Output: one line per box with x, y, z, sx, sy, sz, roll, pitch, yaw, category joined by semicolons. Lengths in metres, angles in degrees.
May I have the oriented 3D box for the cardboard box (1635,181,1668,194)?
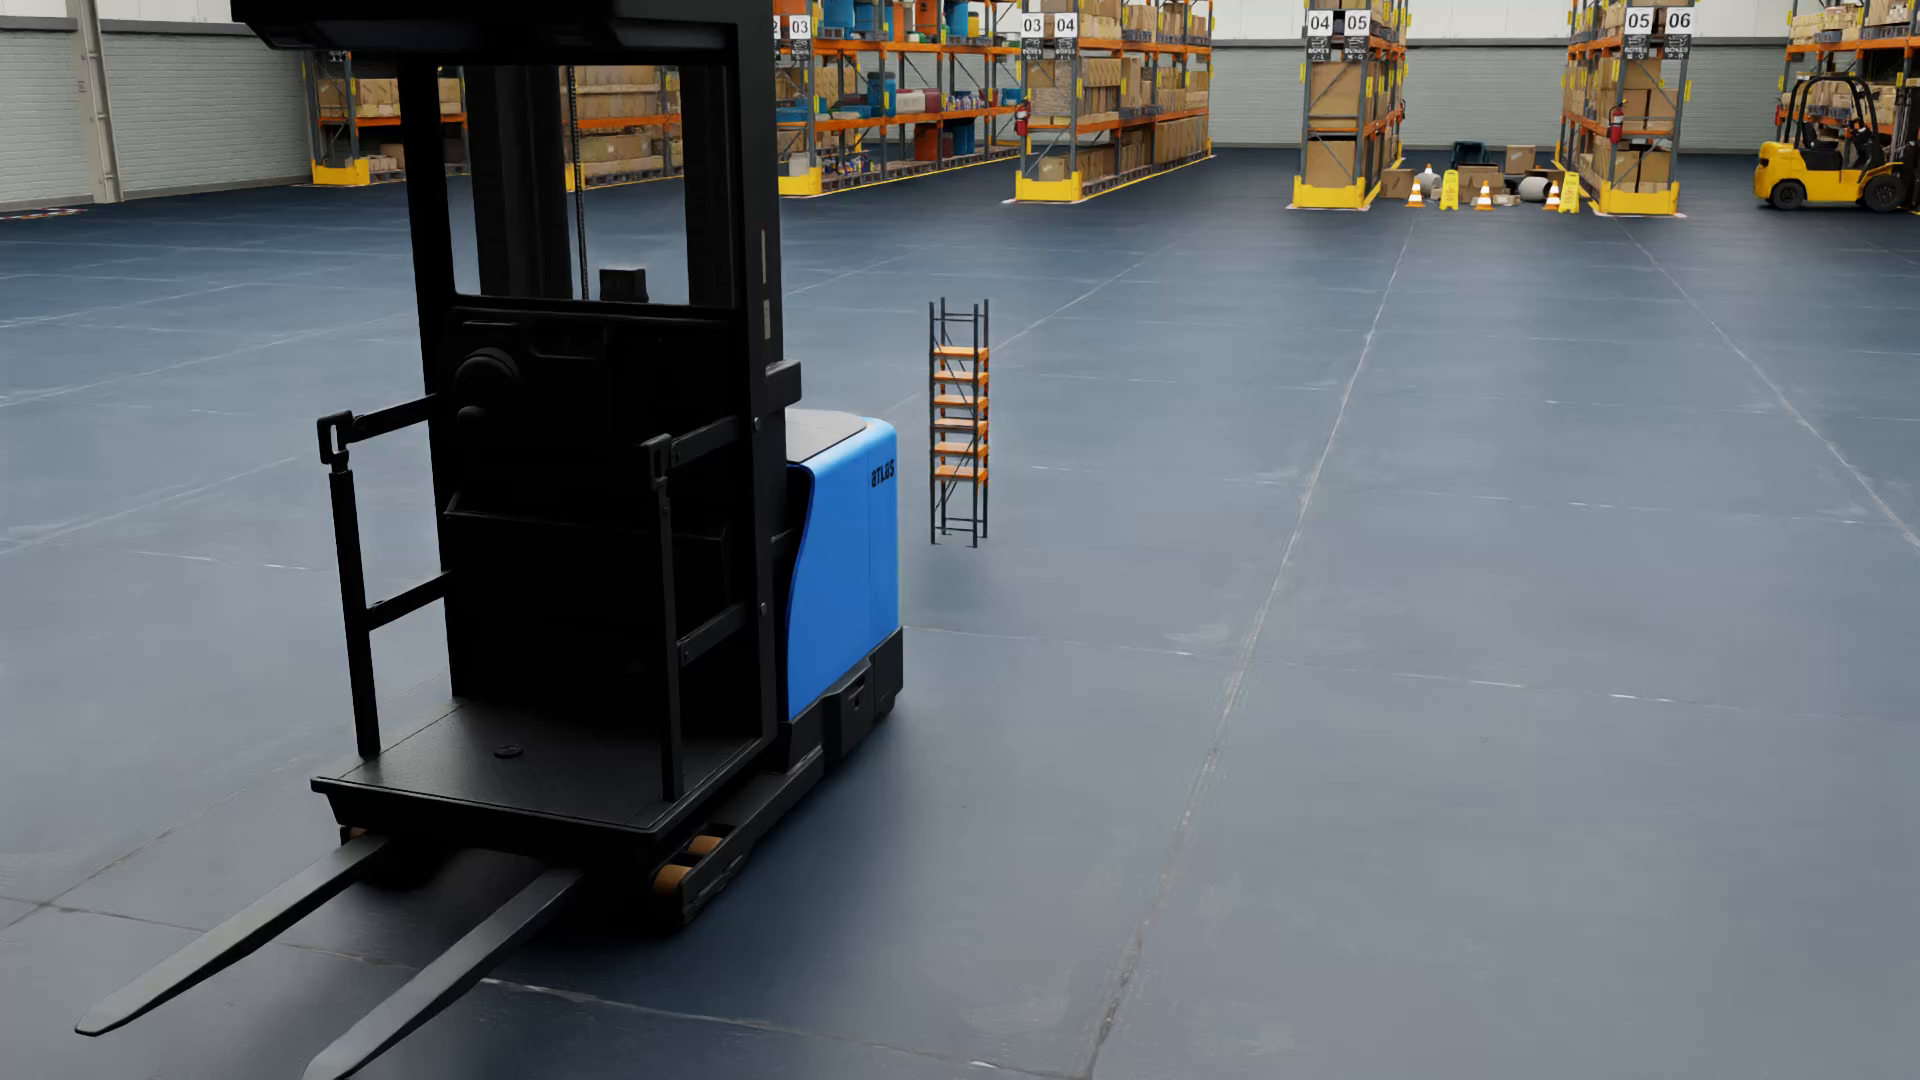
11.570;-5.862;27.770;0.500;0.250;0.500;4;16;15;cardboard box

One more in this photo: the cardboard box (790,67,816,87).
-4.109;-12.101;43.481;0.500;0.500;0.500;5;17;17;cardboard box

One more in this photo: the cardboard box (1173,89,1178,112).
4.824;-10.340;39.104;0.500;0.500;0.500;4;16;15;cardboard box

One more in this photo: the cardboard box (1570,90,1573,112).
14.372;-10.122;38.336;0.500;0.500;0.500;5;17;16;cardboard box

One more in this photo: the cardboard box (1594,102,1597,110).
12.224;-8.215;31.486;0.380;0.149;0.250;4;16;15;cardboard box

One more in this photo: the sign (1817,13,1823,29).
18.723;-11.281;36.160;0.100;0.325;0.005;5;16;16;sign

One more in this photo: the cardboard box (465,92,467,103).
-11.360;-10.151;37.632;0.700;0.500;0.500;5;16;16;cardboard box

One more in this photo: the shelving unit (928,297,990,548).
-0.004;-0.573;8.152;0.258;1.200;0.189;5;16;16;shelving unit

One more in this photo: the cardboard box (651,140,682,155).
-6.430;-8.615;36.449;0.500;0.311;0.500;5;16;16;cardboard box

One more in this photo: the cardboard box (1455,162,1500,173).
9.405;-6.559;30.283;0.797;0.637;0.503;5;16;16;cardboard box

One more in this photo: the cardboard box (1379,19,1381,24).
7.497;-9.516;30.393;0.380;0.149;0.250;5;17;17;cardboard box

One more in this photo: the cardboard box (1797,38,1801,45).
19.693;-11.590;38.656;0.380;0.149;0.250;5;16;16;cardboard box

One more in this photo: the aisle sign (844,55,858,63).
-3.063;-13.762;46.587;0.394;0.787;0.004;5;16;16;aisle sign

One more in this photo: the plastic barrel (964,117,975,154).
0.064;-10.137;41.648;0.600;0.901;0.708;5;16;16;plastic barrel

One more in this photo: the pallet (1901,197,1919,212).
16.361;-5.590;27.649;1.003;0.211;1.213;5;16;16;pallet

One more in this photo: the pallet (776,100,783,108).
-5.101;-10.841;41.405;1.003;0.211;1.213;5;16;16;pallet

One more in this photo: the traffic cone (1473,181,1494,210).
8.800;-5.783;27.869;0.336;0.463;0.334;5;16;16;traffic cone

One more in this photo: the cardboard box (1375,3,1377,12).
6.970;-9.286;28.853;0.500;0.250;0.500;4;16;15;cardboard box

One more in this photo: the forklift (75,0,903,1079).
-1.164;-0.472;4.621;1.130;2.935;3.031;5;17;18;forklift

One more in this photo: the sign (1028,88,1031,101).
1.904;-12.172;45.448;0.100;0.325;0.005;5;16;16;sign

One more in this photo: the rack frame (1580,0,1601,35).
14.485;-12.819;37.034;1.000;3.000;0.127;5;16;16;rack frame

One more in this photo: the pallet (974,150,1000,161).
0.407;-9.939;42.985;1.003;0.211;1.213;5;16;16;pallet

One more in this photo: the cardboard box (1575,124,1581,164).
14.386;-8.944;37.491;0.875;0.875;0.875;5;17;18;cardboard box

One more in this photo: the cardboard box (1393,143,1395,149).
10.548;-9.738;41.074;0.380;0.149;0.250;5;17;16;cardboard box

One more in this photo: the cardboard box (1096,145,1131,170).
3.218;-8.046;34.975;0.700;0.500;0.500;3;16;11;cardboard box

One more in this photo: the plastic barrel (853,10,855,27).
-2.349;-10.594;33.711;0.421;0.512;0.421;0;16;0;plastic barrel

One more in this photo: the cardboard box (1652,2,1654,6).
11.834;-8.972;27.967;0.380;0.149;0.250;5;17;17;cardboard box

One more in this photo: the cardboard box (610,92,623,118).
-7.341;-8.906;34.047;0.700;0.500;0.500;5;17;18;cardboard box

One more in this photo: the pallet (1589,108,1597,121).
12.825;-8.273;32.352;1.003;0.211;1.213;5;16;16;pallet

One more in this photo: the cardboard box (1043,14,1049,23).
1.353;-9.222;29.391;0.380;0.149;0.250;5;16;16;cardboard box

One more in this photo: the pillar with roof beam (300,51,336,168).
-9.176;-11.517;32.442;9.100;9.000;0.400;5;16;16;pillar with roof beam

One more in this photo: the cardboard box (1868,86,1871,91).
17.551;-8.594;31.758;0.380;0.149;0.250;5;17;16;cardboard box

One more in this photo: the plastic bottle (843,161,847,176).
-2.279;-7.359;32.949;0.061;0.283;0.133;5;17;17;plastic bottle

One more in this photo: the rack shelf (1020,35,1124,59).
2.142;-9.182;31.027;1.077;0.370;4.000;5;16;16;rack shelf

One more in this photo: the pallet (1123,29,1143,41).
2.988;-10.114;33.339;1.213;0.211;1.003;5;16;16;pallet

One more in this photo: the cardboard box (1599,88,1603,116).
11.699;-7.805;29.620;0.500;0.500;0.500;5;16;16;cardboard box

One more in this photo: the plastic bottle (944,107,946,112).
-0.382;-10.085;38.753;0.097;0.201;0.097;0;16;0;plastic bottle

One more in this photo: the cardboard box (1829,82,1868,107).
18.395;-9.196;34.294;0.797;0.503;0.637;4;16;15;cardboard box

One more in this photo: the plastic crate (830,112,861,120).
-2.257;-8.421;33.006;0.530;0.136;0.437;5;16;16;plastic crate

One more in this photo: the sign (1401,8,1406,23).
10.244;-12.130;38.430;0.100;0.325;0.005;5;16;16;sign

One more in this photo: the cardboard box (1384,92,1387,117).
8.560;-9.023;34.461;0.500;0.500;0.500;5;16;16;cardboard box

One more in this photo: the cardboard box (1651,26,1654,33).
11.696;-8.456;27.609;0.380;0.149;0.250;4;16;14;cardboard box

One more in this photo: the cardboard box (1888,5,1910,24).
17.162;-9.515;30.094;0.500;0.311;0.500;4;16;14;cardboard box

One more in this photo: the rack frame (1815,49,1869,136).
19.245;-9.549;36.499;1.000;3.000;0.127;5;16;16;rack frame

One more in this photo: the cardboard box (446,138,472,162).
-11.344;-8.964;38.210;0.700;0.500;0.500;5;17;18;cardboard box

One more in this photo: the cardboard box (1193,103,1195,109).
5.681;-10.906;41.742;0.380;0.149;0.250;4;16;15;cardboard box

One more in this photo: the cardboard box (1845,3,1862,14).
19.224;-11.378;35.654;0.396;0.266;0.258;4;16;15;cardboard box

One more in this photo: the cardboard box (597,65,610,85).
-7.476;-9.408;33.442;0.700;0.500;0.500;5;16;16;cardboard box

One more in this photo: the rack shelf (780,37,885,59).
-2.607;-9.566;32.381;1.077;0.370;4.000;5;16;16;rack shelf

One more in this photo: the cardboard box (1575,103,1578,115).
13.650;-9.368;36.134;0.500;0.250;0.500;4;16;15;cardboard box

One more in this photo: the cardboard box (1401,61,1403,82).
10.673;-11.601;41.172;0.500;0.500;0.500;6;17;19;cardboard box

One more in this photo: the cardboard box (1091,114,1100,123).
2.403;-7.882;31.082;0.380;0.149;0.250;5;16;16;cardboard box

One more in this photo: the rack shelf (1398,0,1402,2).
9.142;-12.115;36.602;1.077;0.370;4.000;5;16;16;rack shelf

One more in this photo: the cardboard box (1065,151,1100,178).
2.403;-7.356;32.578;0.500;0.500;0.500;11;19;33;cardboard box
